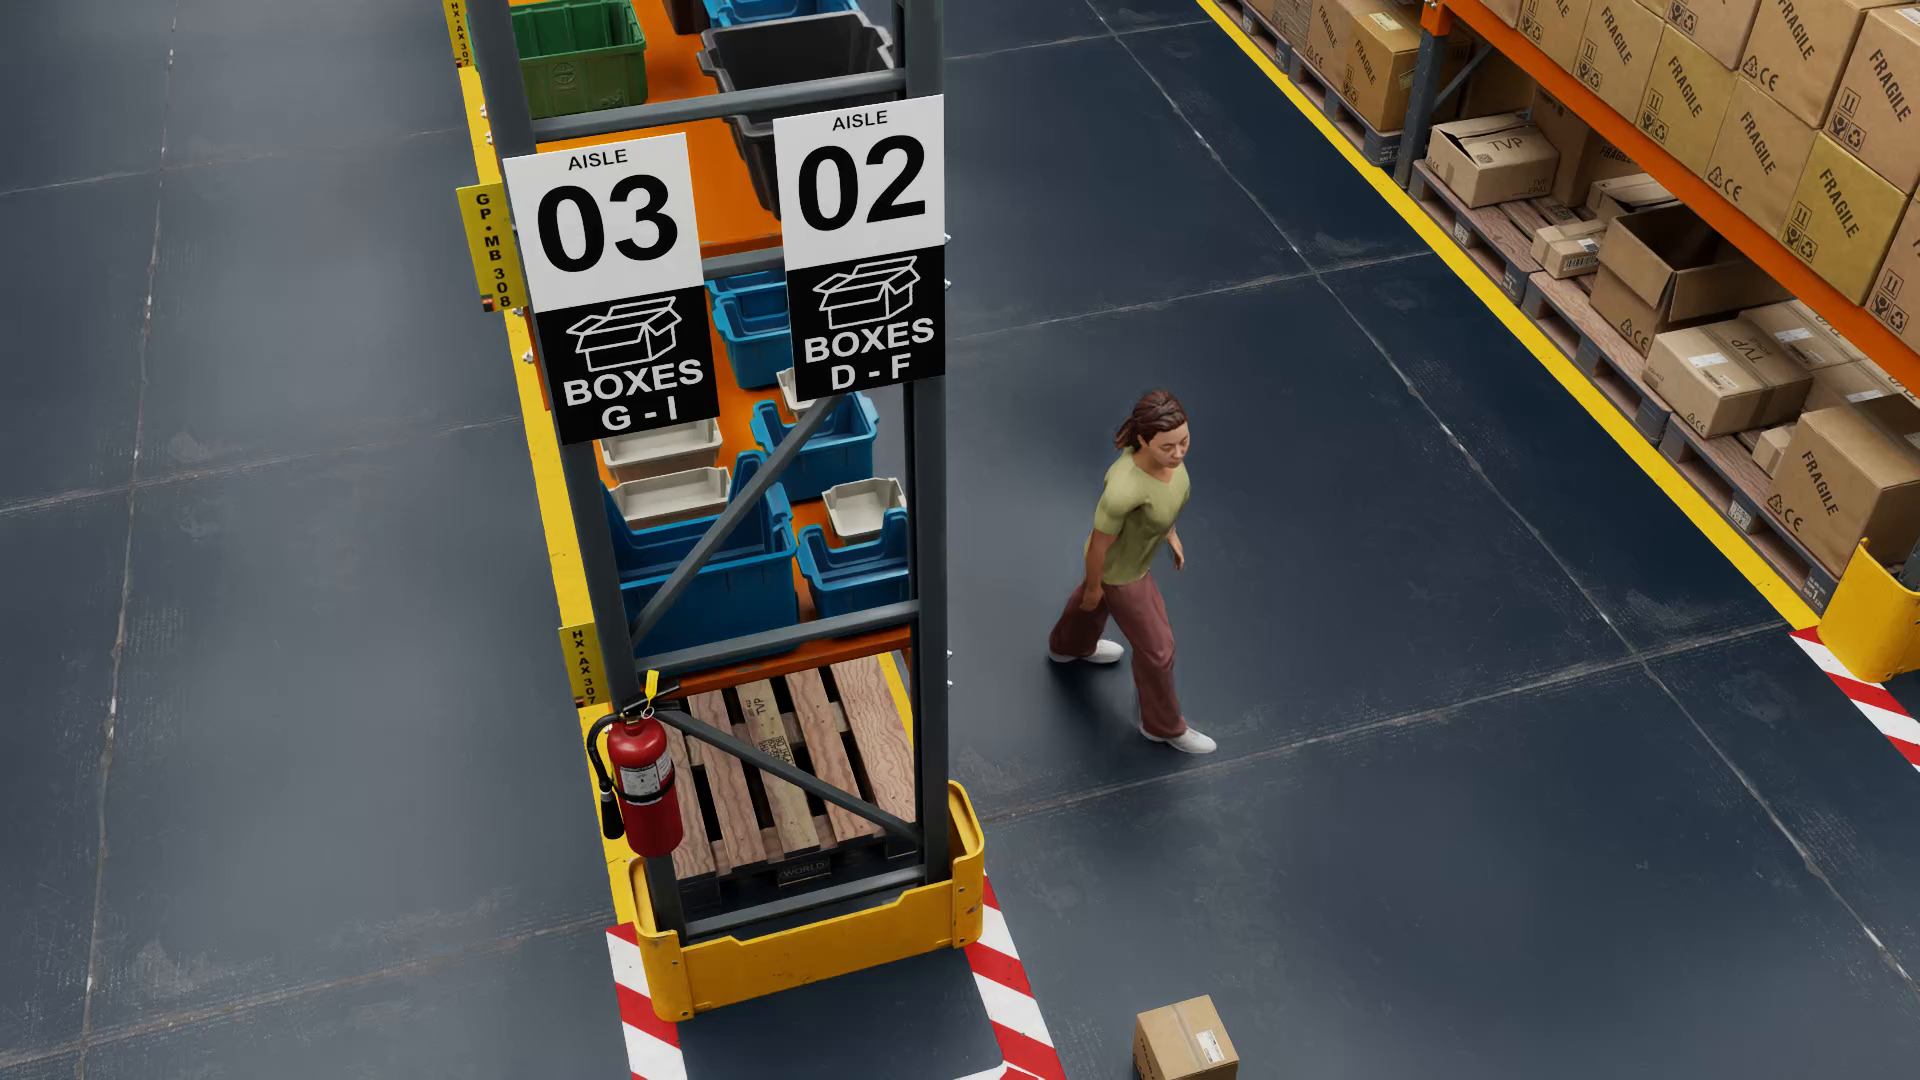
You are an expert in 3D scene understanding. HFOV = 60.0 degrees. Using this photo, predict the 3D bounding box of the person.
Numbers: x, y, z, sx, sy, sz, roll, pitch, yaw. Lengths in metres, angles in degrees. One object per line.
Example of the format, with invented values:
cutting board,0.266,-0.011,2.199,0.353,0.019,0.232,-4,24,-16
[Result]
person,0.666,0.080,6.109,0.785,1.660,0.540,17,45,18
